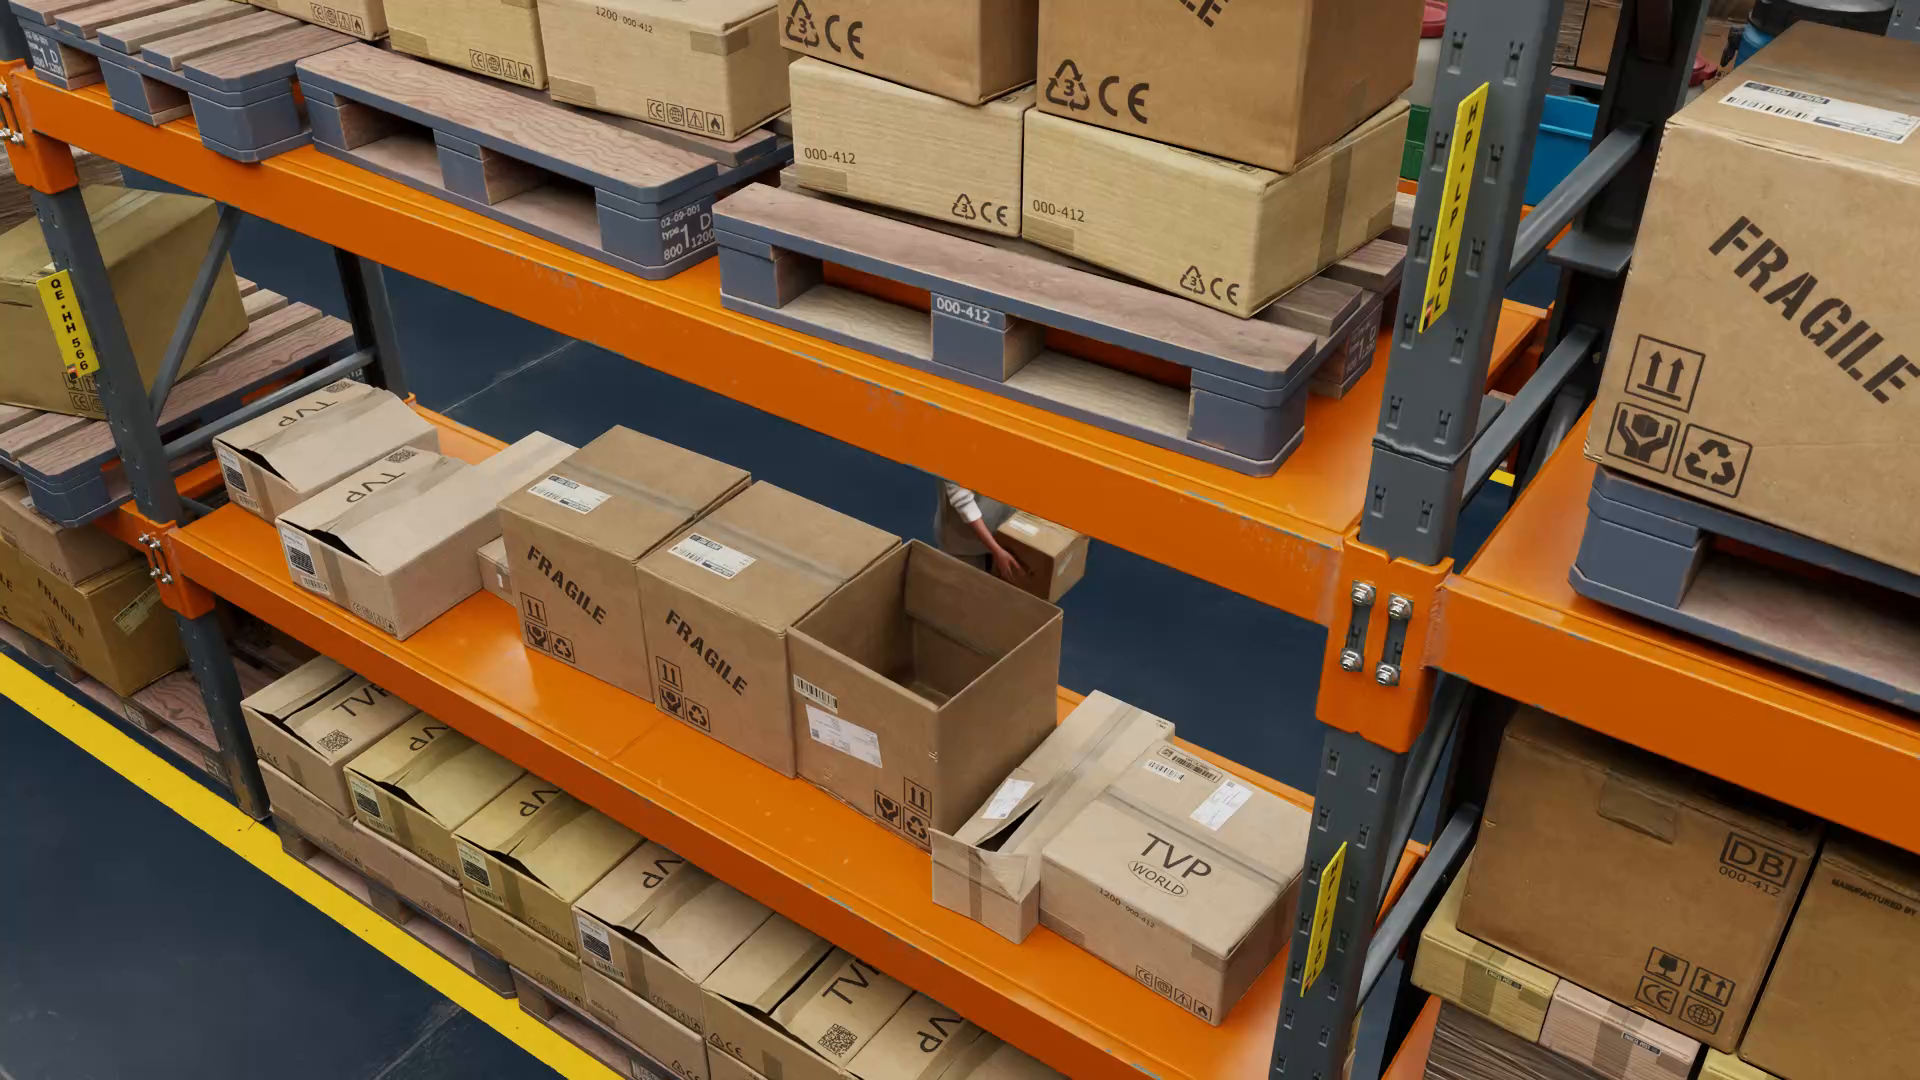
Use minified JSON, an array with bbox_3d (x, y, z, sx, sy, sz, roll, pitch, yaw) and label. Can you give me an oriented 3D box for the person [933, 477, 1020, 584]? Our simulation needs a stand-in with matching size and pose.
[{"bbox_3d":[0.104,0.004,6.140,0.443,1.600,0.456,22,41,28],"label":"person"}]
